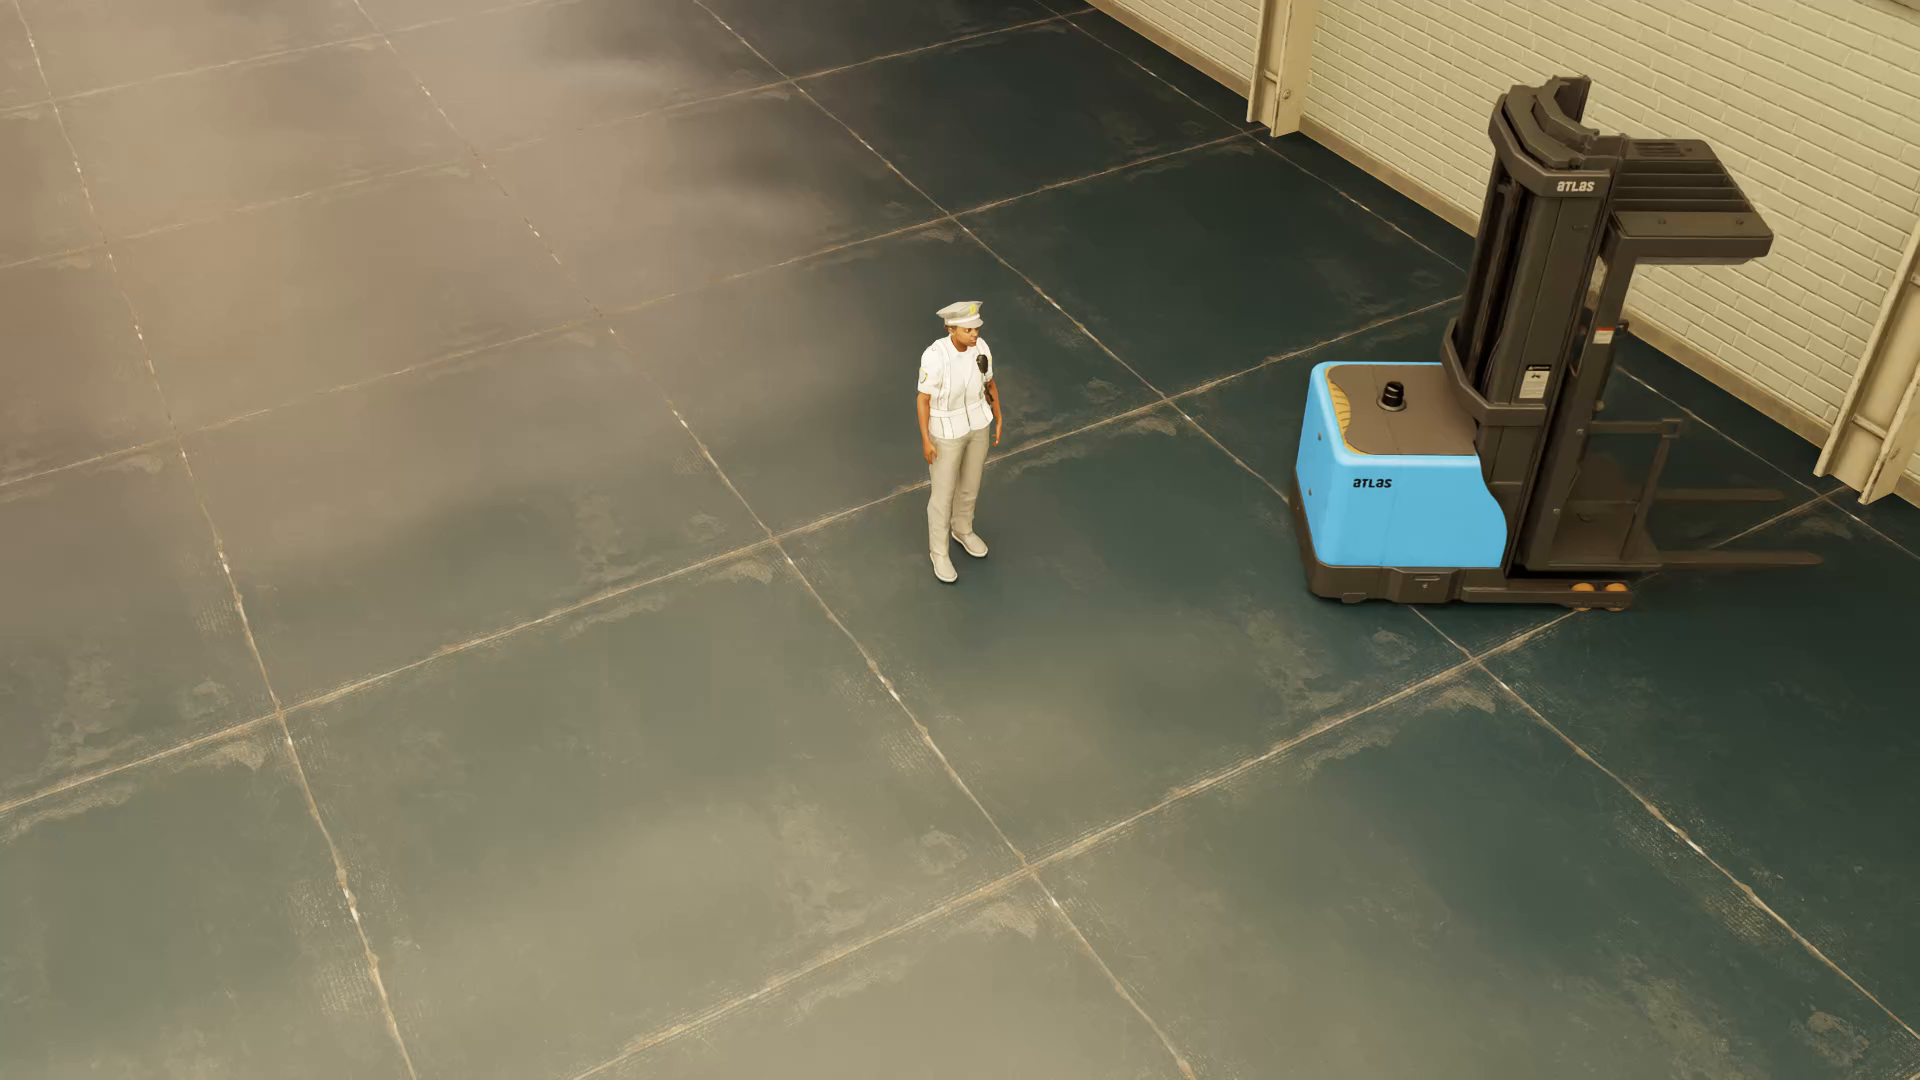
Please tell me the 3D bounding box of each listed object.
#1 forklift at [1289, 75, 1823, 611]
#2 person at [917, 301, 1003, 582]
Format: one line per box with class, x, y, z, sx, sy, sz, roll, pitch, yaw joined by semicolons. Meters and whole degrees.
forklift;3.593;-1.052;9.305;3.031;2.935;1.130;1;40;1
person;0.020;-0.610;9.728;0.569;1.695;0.528;-20;44;-23
